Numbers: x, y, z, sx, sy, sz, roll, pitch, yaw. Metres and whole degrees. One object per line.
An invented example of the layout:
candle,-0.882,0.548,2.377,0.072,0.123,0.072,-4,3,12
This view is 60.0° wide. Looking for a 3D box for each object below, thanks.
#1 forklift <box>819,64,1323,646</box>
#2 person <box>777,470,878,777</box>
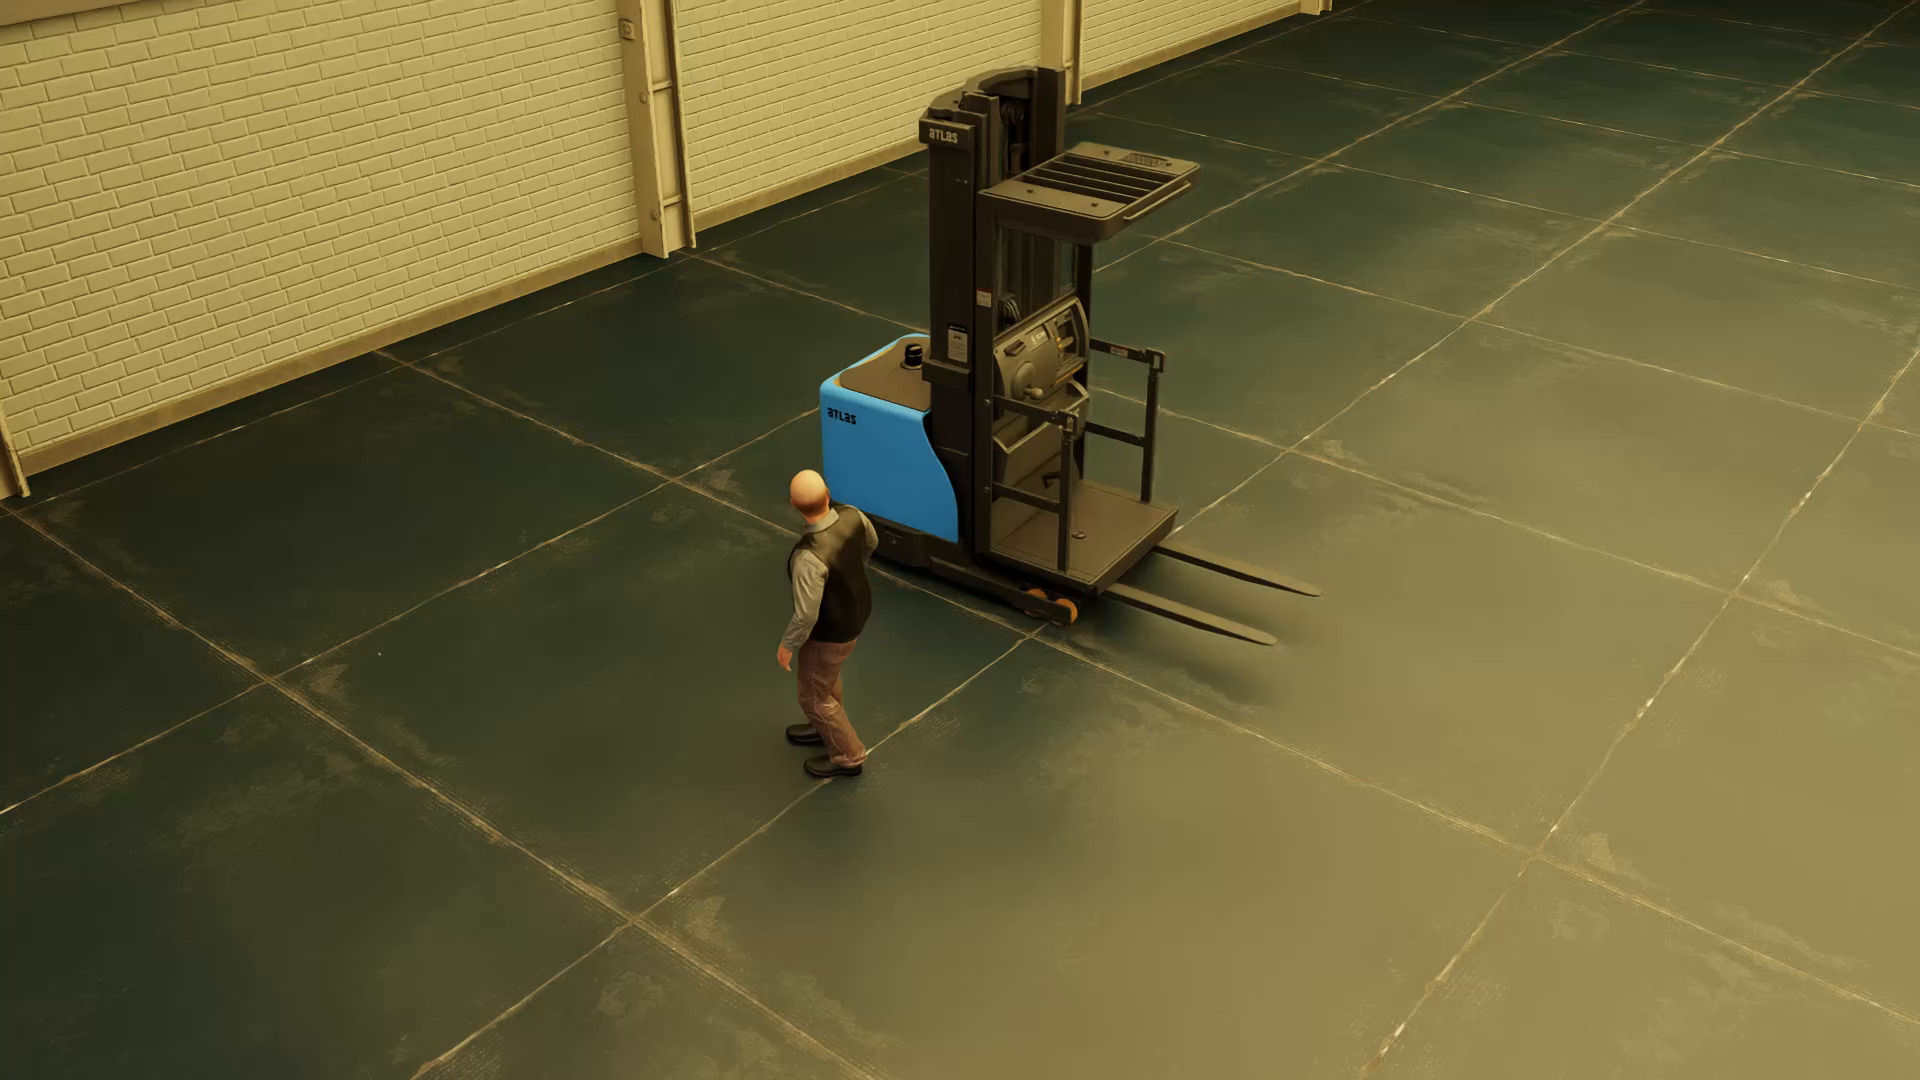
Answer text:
forklift,0.644,-1.065,9.418,3.031,2.935,1.130,19,35,29
person,-0.709,0.409,8.115,0.513,1.704,0.731,8,31,13
